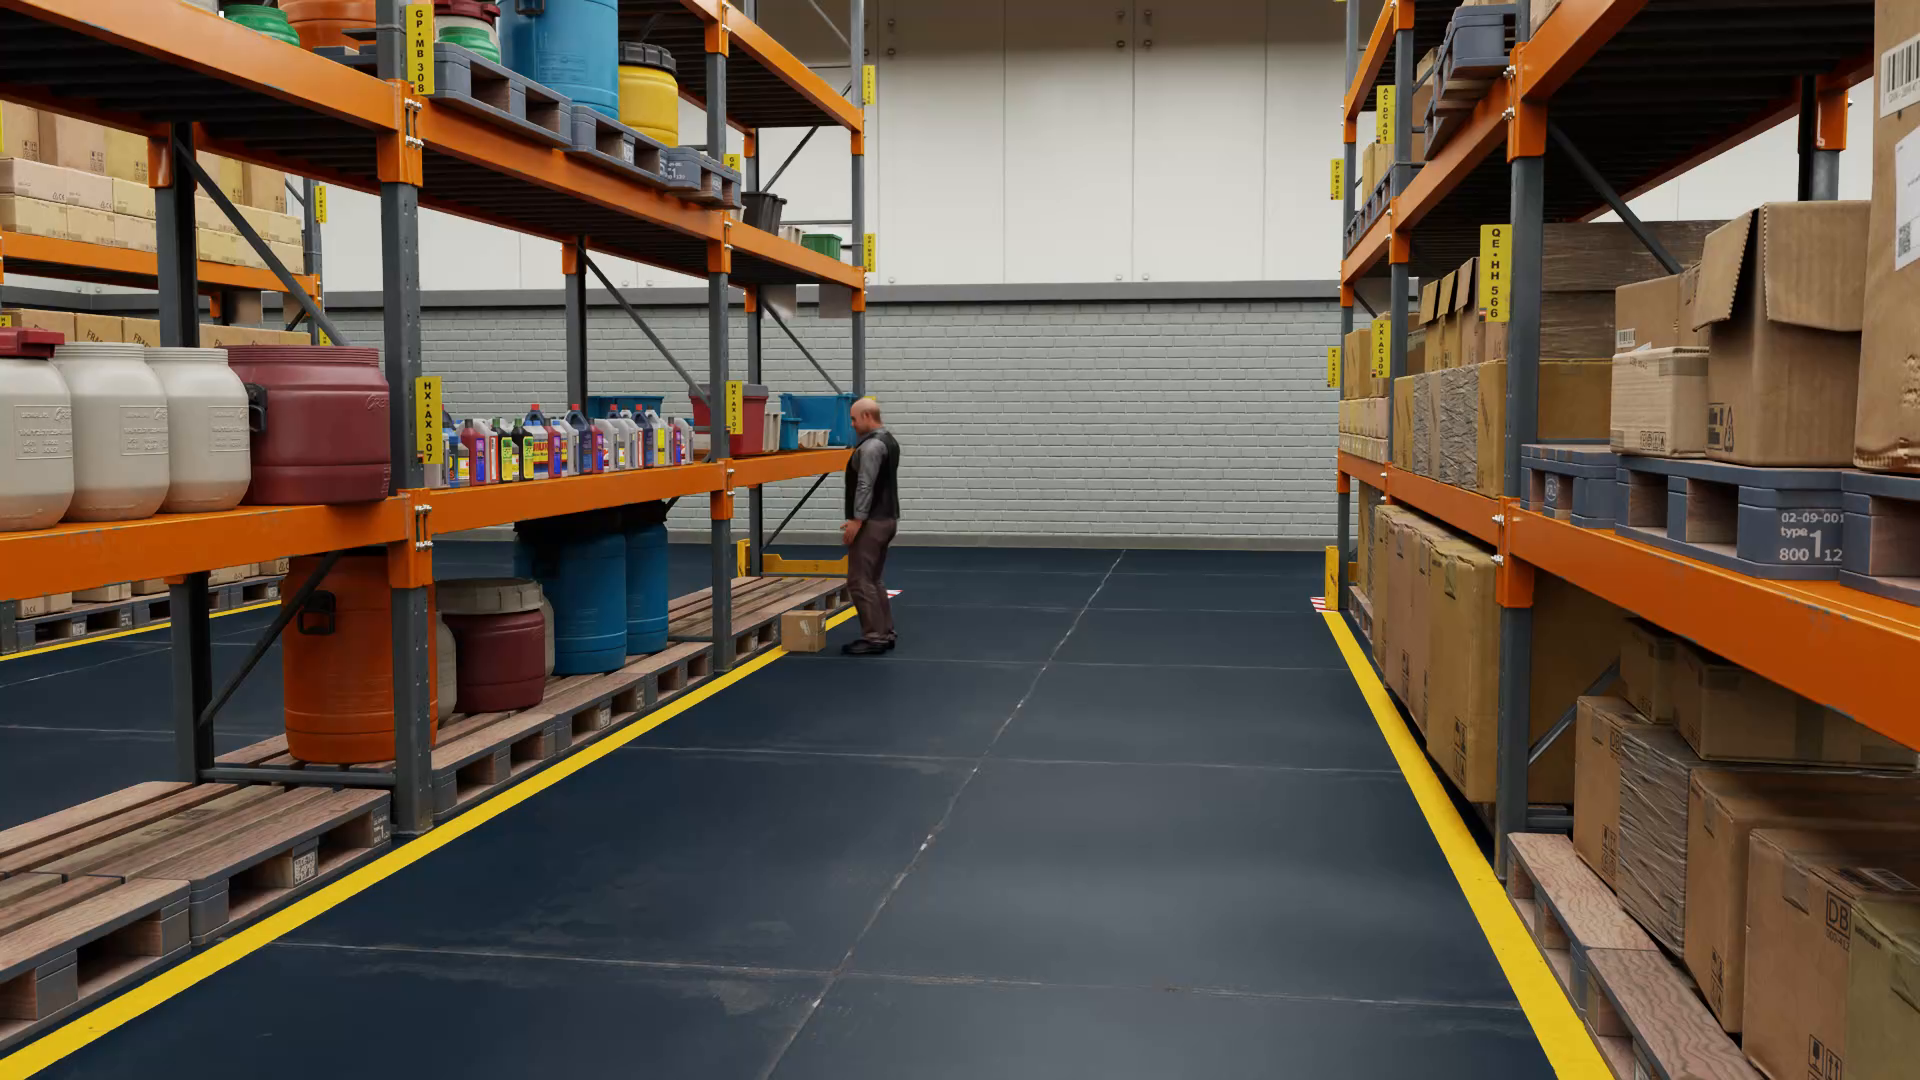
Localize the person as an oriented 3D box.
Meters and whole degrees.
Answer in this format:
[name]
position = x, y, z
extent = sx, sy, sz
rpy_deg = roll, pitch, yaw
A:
[person]
position = -0.681, 0.128, 11.181
extent = 0.783, 1.255, 0.585
rpy_deg = 1, 4, 9
